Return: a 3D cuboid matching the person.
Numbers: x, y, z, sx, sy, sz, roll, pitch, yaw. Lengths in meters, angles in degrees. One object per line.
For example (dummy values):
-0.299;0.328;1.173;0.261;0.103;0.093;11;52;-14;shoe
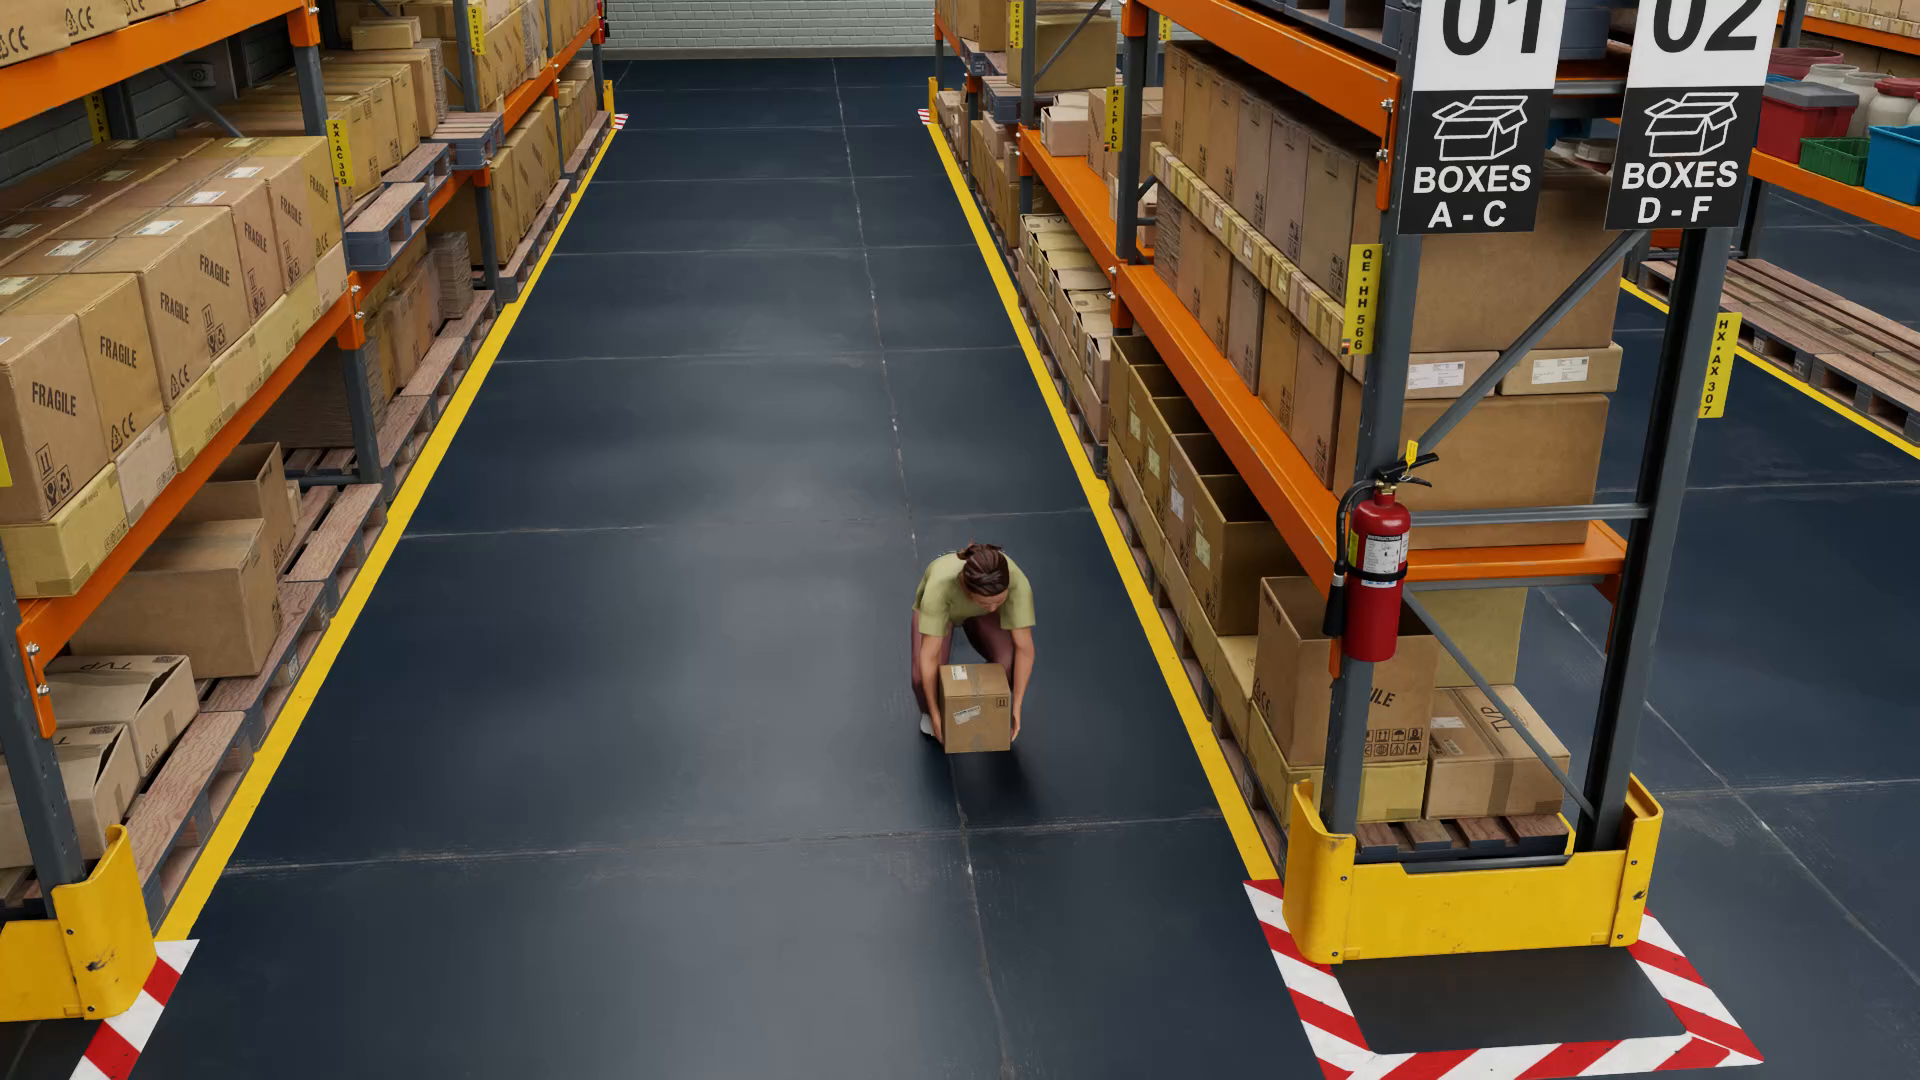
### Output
0.040;0.373;6.671;0.493;0.943;0.801;-2;24;-5;person
